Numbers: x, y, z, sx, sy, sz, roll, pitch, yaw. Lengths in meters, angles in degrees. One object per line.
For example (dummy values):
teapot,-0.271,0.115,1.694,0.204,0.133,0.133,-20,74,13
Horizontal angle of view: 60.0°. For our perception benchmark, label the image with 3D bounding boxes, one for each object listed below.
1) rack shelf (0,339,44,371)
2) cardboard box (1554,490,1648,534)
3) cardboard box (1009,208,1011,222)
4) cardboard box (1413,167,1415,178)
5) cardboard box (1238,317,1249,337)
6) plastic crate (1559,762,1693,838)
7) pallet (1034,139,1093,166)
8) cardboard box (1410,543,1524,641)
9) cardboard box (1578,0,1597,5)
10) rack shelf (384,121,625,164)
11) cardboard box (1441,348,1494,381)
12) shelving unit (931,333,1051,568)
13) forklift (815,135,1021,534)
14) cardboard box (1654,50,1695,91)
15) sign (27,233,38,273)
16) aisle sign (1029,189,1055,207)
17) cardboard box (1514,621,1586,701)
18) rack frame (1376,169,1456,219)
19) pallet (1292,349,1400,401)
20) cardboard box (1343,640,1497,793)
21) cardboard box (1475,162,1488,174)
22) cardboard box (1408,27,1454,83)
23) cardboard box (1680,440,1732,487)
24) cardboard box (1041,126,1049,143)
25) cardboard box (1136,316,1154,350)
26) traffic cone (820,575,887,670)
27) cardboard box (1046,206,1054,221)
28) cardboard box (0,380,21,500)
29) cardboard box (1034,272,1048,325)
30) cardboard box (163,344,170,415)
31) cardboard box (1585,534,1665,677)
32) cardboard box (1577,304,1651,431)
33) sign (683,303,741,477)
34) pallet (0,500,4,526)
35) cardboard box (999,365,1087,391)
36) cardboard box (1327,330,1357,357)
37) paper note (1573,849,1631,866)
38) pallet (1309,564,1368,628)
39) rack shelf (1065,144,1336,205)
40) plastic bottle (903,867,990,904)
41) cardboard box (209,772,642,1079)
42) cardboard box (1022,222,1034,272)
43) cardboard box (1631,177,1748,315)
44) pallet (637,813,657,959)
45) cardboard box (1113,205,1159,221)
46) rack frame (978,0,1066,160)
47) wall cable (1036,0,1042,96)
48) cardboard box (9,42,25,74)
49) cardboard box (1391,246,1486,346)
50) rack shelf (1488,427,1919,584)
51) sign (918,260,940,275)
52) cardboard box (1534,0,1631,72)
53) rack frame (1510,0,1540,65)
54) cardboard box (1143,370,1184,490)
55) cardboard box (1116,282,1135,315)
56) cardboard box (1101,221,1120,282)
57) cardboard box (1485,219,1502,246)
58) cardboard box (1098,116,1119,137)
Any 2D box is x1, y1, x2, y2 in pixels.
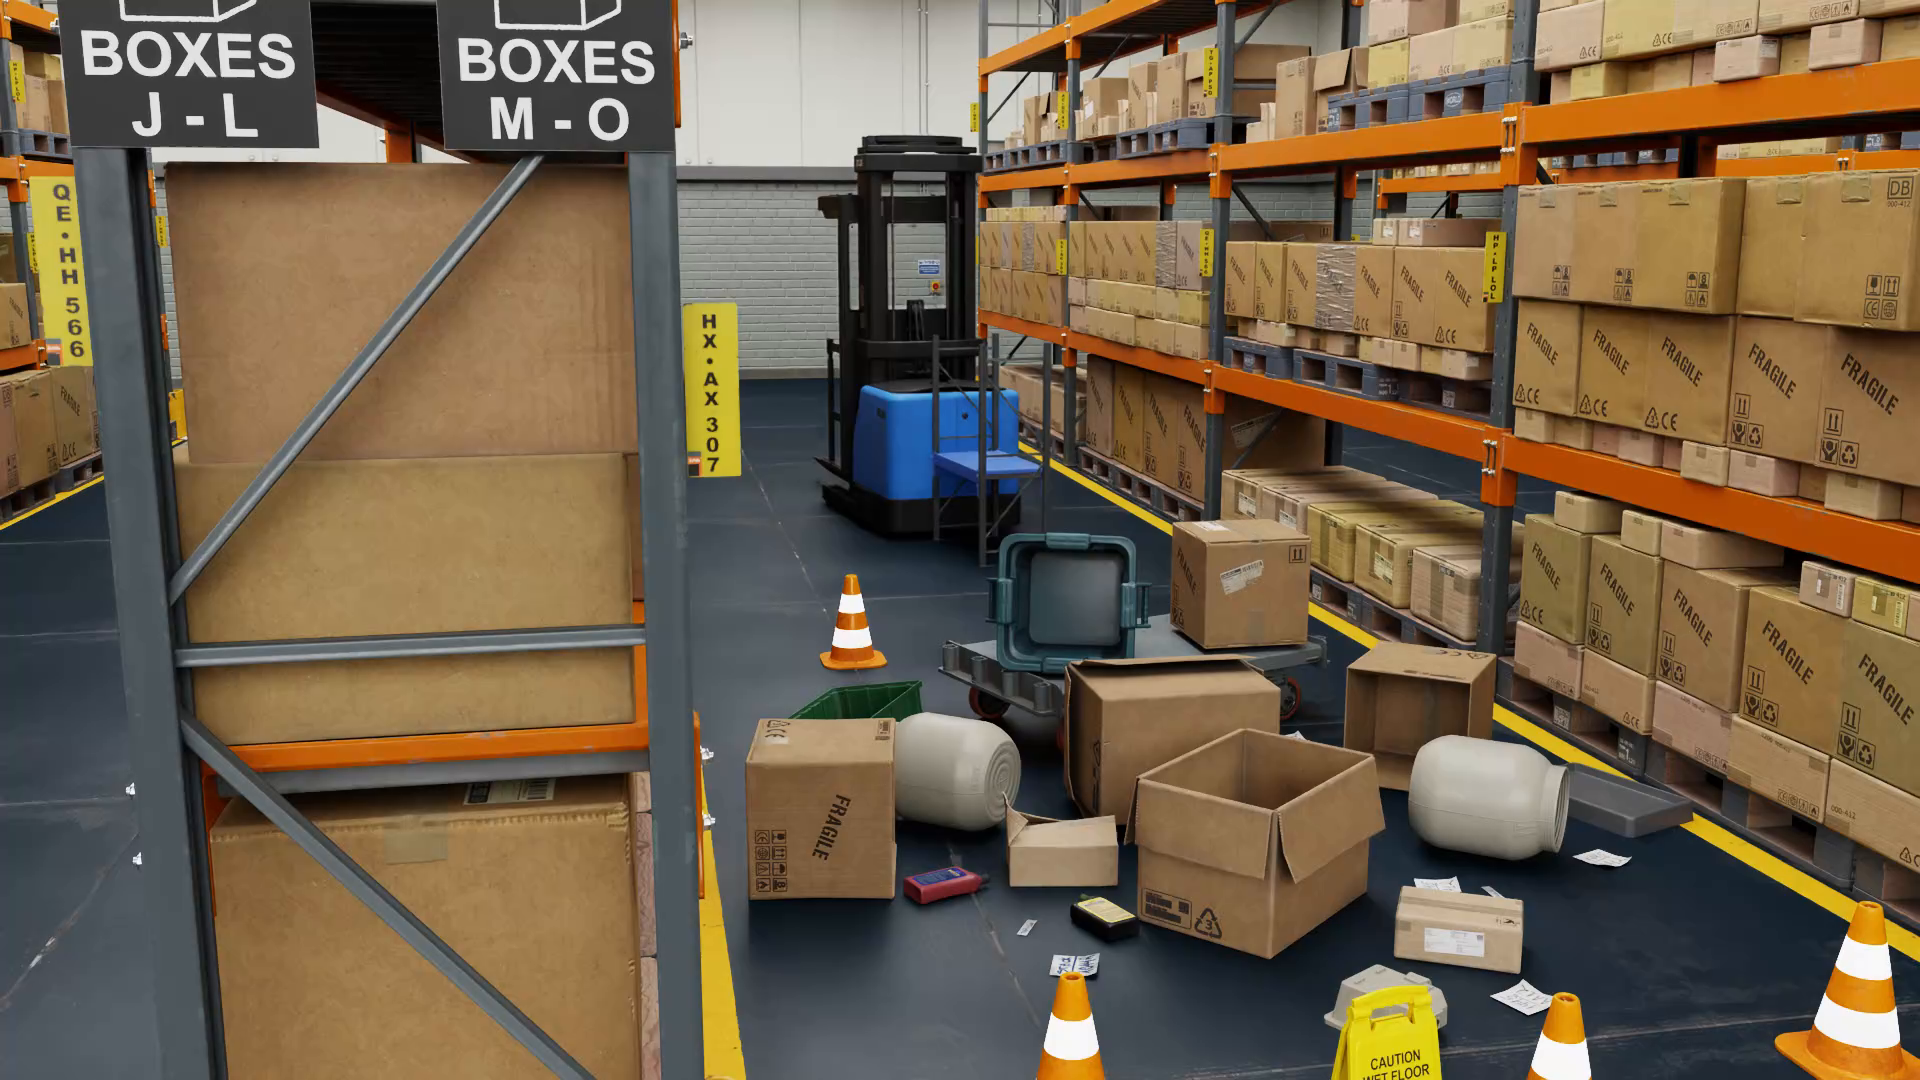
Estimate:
rack shelf,-7.840,-1.116,11.962,1.077,0.370,4.000,-2,11,-11
cardboard box,2.863,-0.129,7.341,0.380,0.149,0.250,-2,11,-10
cardboard box,0.741,-3.523,18.007,0.380,0.149,0.250,-2,11,-10
cardboard box,5.525,-4.300,19.415,0.380,0.149,0.250,-2,11,-11
cardboard box,2.150,-1.480,11.496,0.380,0.149,0.250,-3,11,-14
plastic crate,2.548,1.023,6.610,0.402,0.080,0.583,-6,13,-31
pallet,1.342,-3.777,16.233,1.003,0.211,1.213,-2,11,-11
cardboard box,2.943,0.259,8.718,0.950,0.372,0.625,-2,11,-10
cardboard box,2.868,-2.355,7.064,0.380,0.149,0.250,-2,11,-9
rack shelf,-2.178,-2.018,8.677,1.077,0.370,4.000,-2,11,-11
cardboard box,2.676,-0.897,8.433,0.380,0.149,0.250,-2,11,-10
shelving unit,0.204,-0.656,11.630,0.538,1.500,1.048,-4,11,-18
forklift,-0.498,-1.717,13.378,1.130,2.935,3.031,-4,11,-18
cardboard box,3.030,-1.875,6.673,0.380,0.149,0.250,-2,11,-9
sign,-7.699,-2.388,13.834,0.100,0.325,0.005,-2,11,-11
aisle sign,1.003,-4.232,19.455,0.394,0.787,0.004,-2,11,-11
cardboard box,2.897,0.533,7.604,0.500,0.250,0.500,-3,11,-14
rack frame,5.582,-3.111,20.521,1.000,3.000,0.127,-2,11,-11
pallet,2.695,-1.007,9.979,1.003,0.211,1.213,-2,11,-11
cardboard box,1.921,0.743,6.947,0.500,0.500,0.500,6,12,28
cardboard box,5.790,-4.019,17.939,0.380,0.149,0.250,-2,11,-10
cardboard box,2.698,-2.530,8.724,0.500,0.250,0.500,-2,11,-10
cardboard box,3.034,-0.302,6.430,0.380,0.149,0.250,-2,11,-11
cardboard box,1.002,-3.956,16.218,0.380,0.149,0.250,-2,11,-10
cardboard box,1.719,-1.659,13.290,0.500,0.250,0.500,-2,11,-12
traffic cone,-0.568,0.415,8.781,0.336,0.463,0.334,-2,11,-11
cardboard box,1.069,-3.245,16.545,0.380,0.149,0.250,-2,11,-11
cardboard box,-7.911,-0.718,12.507,1.225,0.875,0.875,-3,11,-13
cardboard box,1.045,-2.416,16.599,0.500,0.500,0.500,-2,11,-12
cardboard box,-8.804,-1.618,17.234,0.875,0.875,0.875,-2,11,-11
cardboard box,3.013,0.262,7.020,0.500,0.500,0.500,-2,11,-9
cardboard box,2.980,-0.743,7.013,0.500,0.500,0.500,-2,11,-11
sign,-0.465,-0.280,3.121,0.100,0.325,0.005,-2,11,-11
pallet,-7.765,-0.103,12.175,1.003,0.211,1.213,-2,11,-11
cardboard box,0.940,-1.760,19.153,0.875,0.438,0.875,-3,11,-13
cardboard box,2.417,-1.181,9.930,0.380,0.149,0.250,-2,11,-9
paper note,2.341,1.154,6.054,0.142,0.019,0.148,-6,13,-31
pallet,2.654,0.274,10.195,1.003,0.211,1.213,-2,11,-11
rack shelf,1.880,-2.950,13.575,1.077,0.370,4.000,-2,11,-11
plastic bottle,-0.042,1.191,5.775,0.283,0.061,0.133,-6,13,-31
cardboard box,-1.207,0.918,3.909,0.875,0.875,0.875,-2,11,-11
cardboard box,0.930,-3.000,16.993,0.500,0.500,0.500,-2,11,-10
cardboard box,3.069,-1.140,6.425,0.700,0.500,0.500,-2,11,-12
pallet,-1.477,1.206,5.298,1.003,0.211,1.213,-2,11,-11
cardboard box,1.685,-3.123,15.905,0.380,0.149,0.250,-2,11,-12
rack frame,0.713,-5.877,19.009,1.000,3.000,0.127,-2,11,-11
wall cable,0.069,-6.937,24.577,2.355,3.000,0.029,-2,11,-11
cardboard box,-8.406,-4.155,14.321,0.500,0.250,0.500,-3,11,-15
cardboard box,2.635,-1.298,8.809,0.500,0.500,0.500,-2,11,-11
rack shelf,3.436,-0.009,6.146,1.077,0.370,4.000,-2,11,-11
sign,-0.465,-4.106,25.023,0.327,0.218,0.001,-2,11,-11
cardboard box,2.864,-2.185,7.236,0.500,0.250,0.500,-2,11,-12
rack frame,3.047,-3.676,7.445,1.000,3.000,0.127,-2,11,-11
cardboard box,2.047,-0.919,13.562,0.875,0.875,0.875,-2,11,-10
cardboard box,1.602,-1.997,13.729,0.500,0.250,0.500,-2,11,-13
cardboard box,1.516,-2.461,14.165,0.500,0.500,0.500,-2,11,-12
cardboard box,2.990,-1.744,9.417,0.380,0.149,0.250,-1,11,-8
cardboard box,1.394,-3.517,14.131,0.380,0.166,0.250,-3,11,-15
